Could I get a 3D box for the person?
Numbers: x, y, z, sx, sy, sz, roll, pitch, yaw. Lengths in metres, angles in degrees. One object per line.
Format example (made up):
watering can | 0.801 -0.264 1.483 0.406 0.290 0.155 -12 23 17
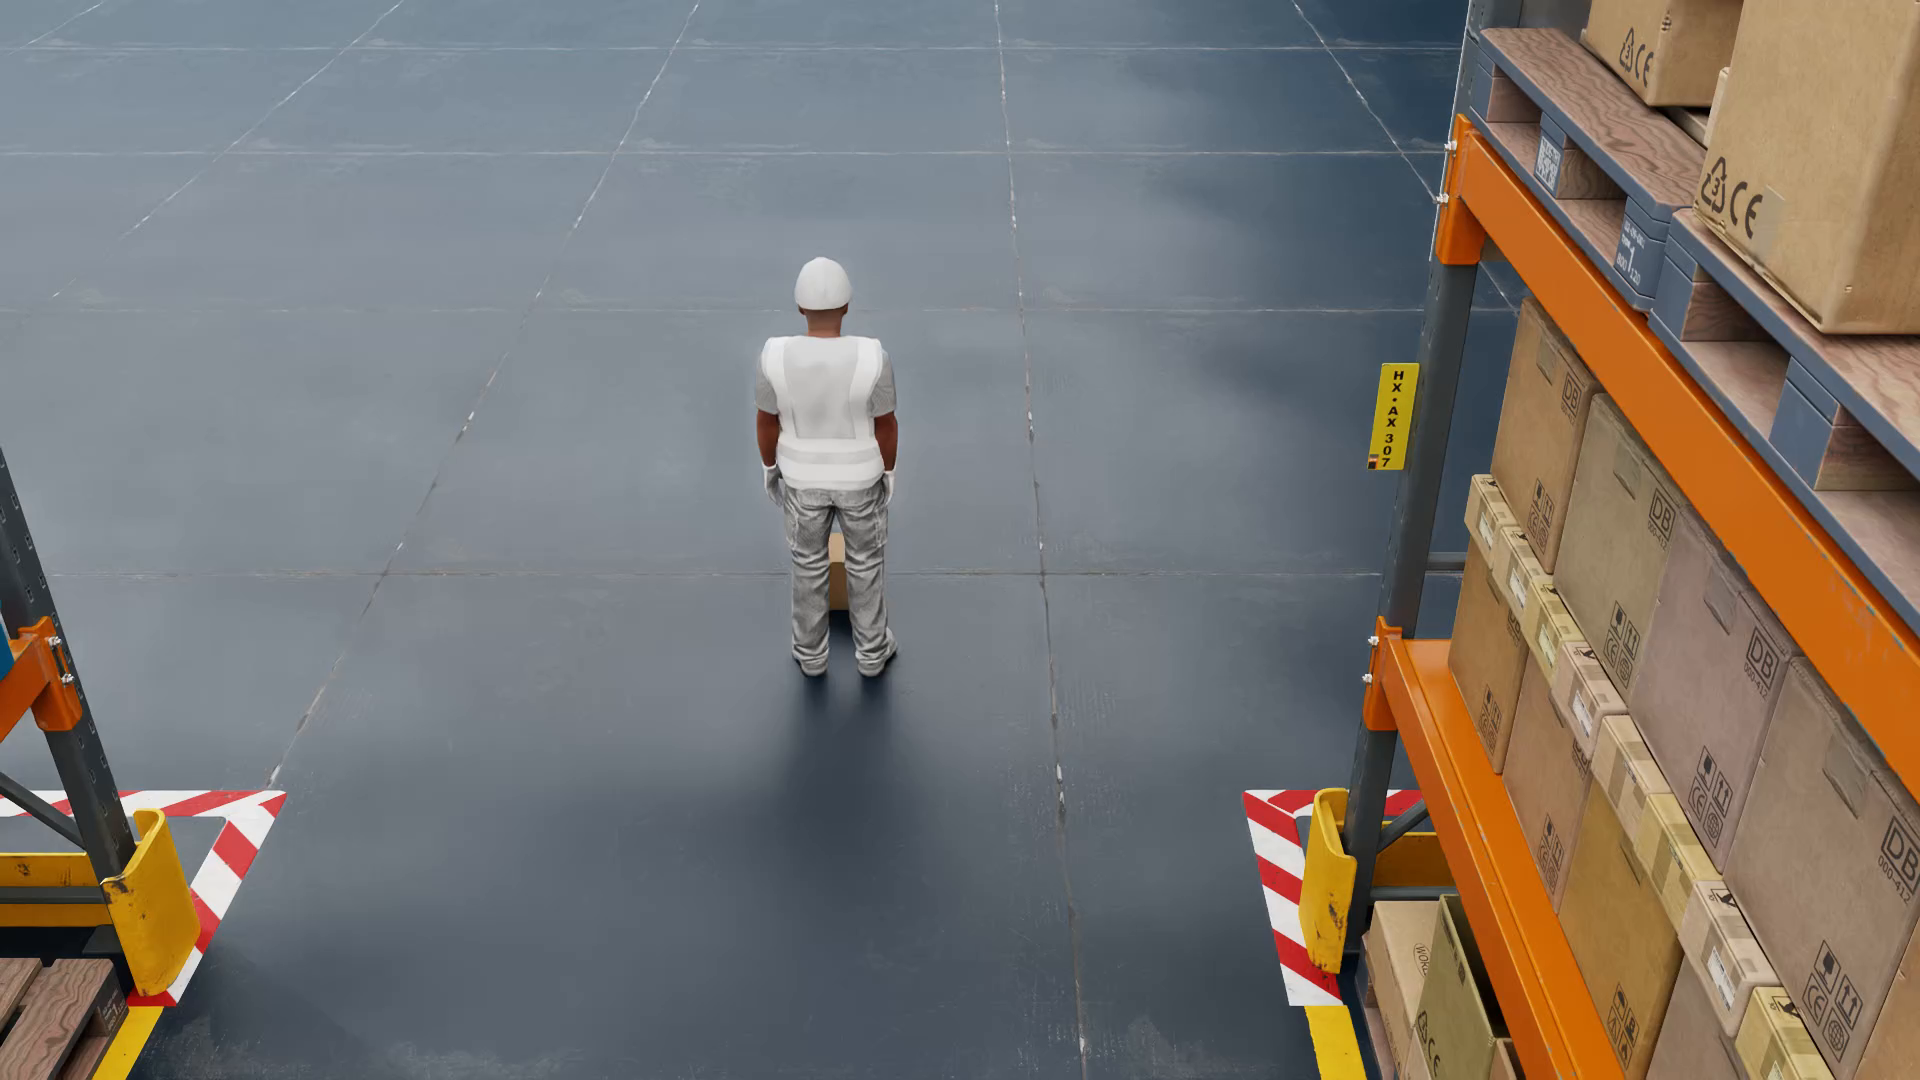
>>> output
person | -0.512 -0.262 6.535 0.550 1.786 0.347 1 31 2
